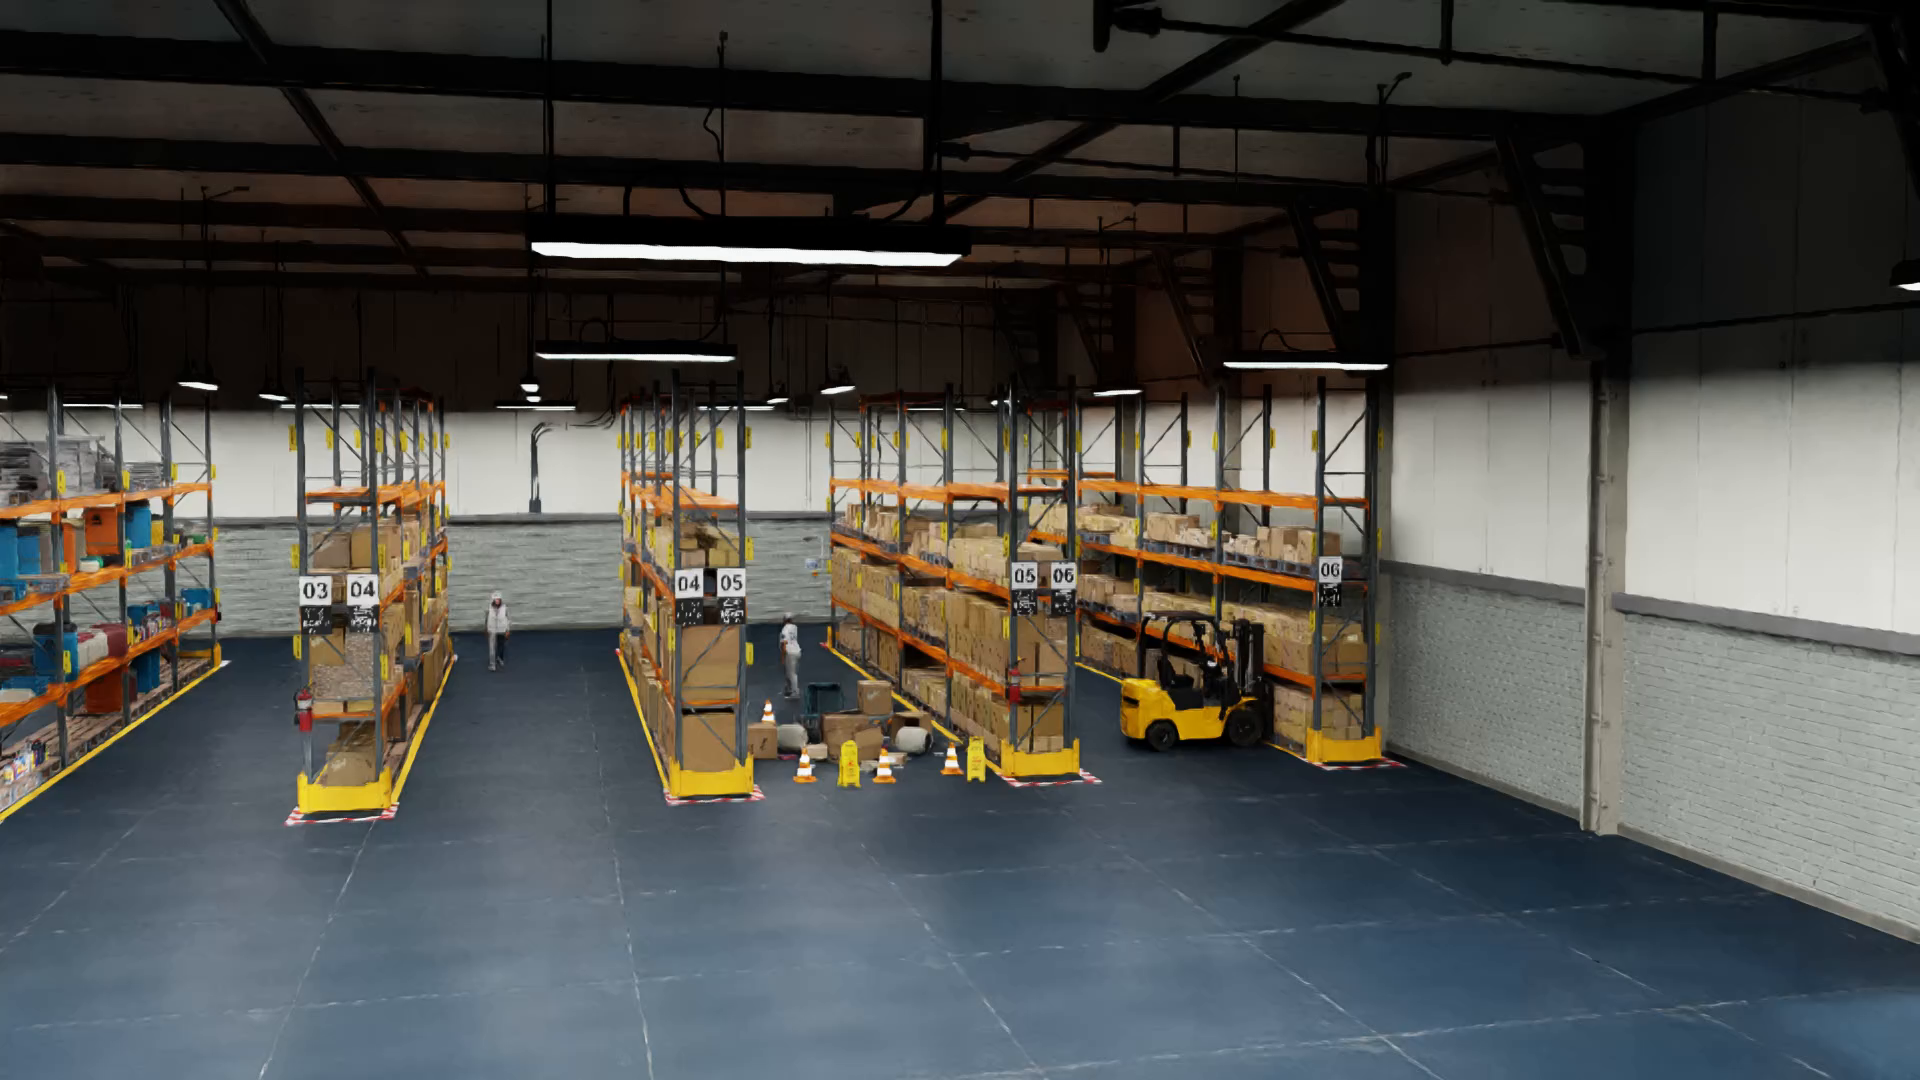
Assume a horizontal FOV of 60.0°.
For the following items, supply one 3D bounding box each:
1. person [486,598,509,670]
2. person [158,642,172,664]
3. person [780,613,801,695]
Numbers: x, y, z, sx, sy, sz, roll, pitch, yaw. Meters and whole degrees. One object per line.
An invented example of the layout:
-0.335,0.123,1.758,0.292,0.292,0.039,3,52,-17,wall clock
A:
-10.140,1.993,36.464,0.501,1.649,1.105,-1,4,-16,person
-17.187,2.381,35.323,0.459,0.909,0.367,0,3,8,person
-3.281,2.205,32.280,0.422,1.597,0.565,1,4,15,person
